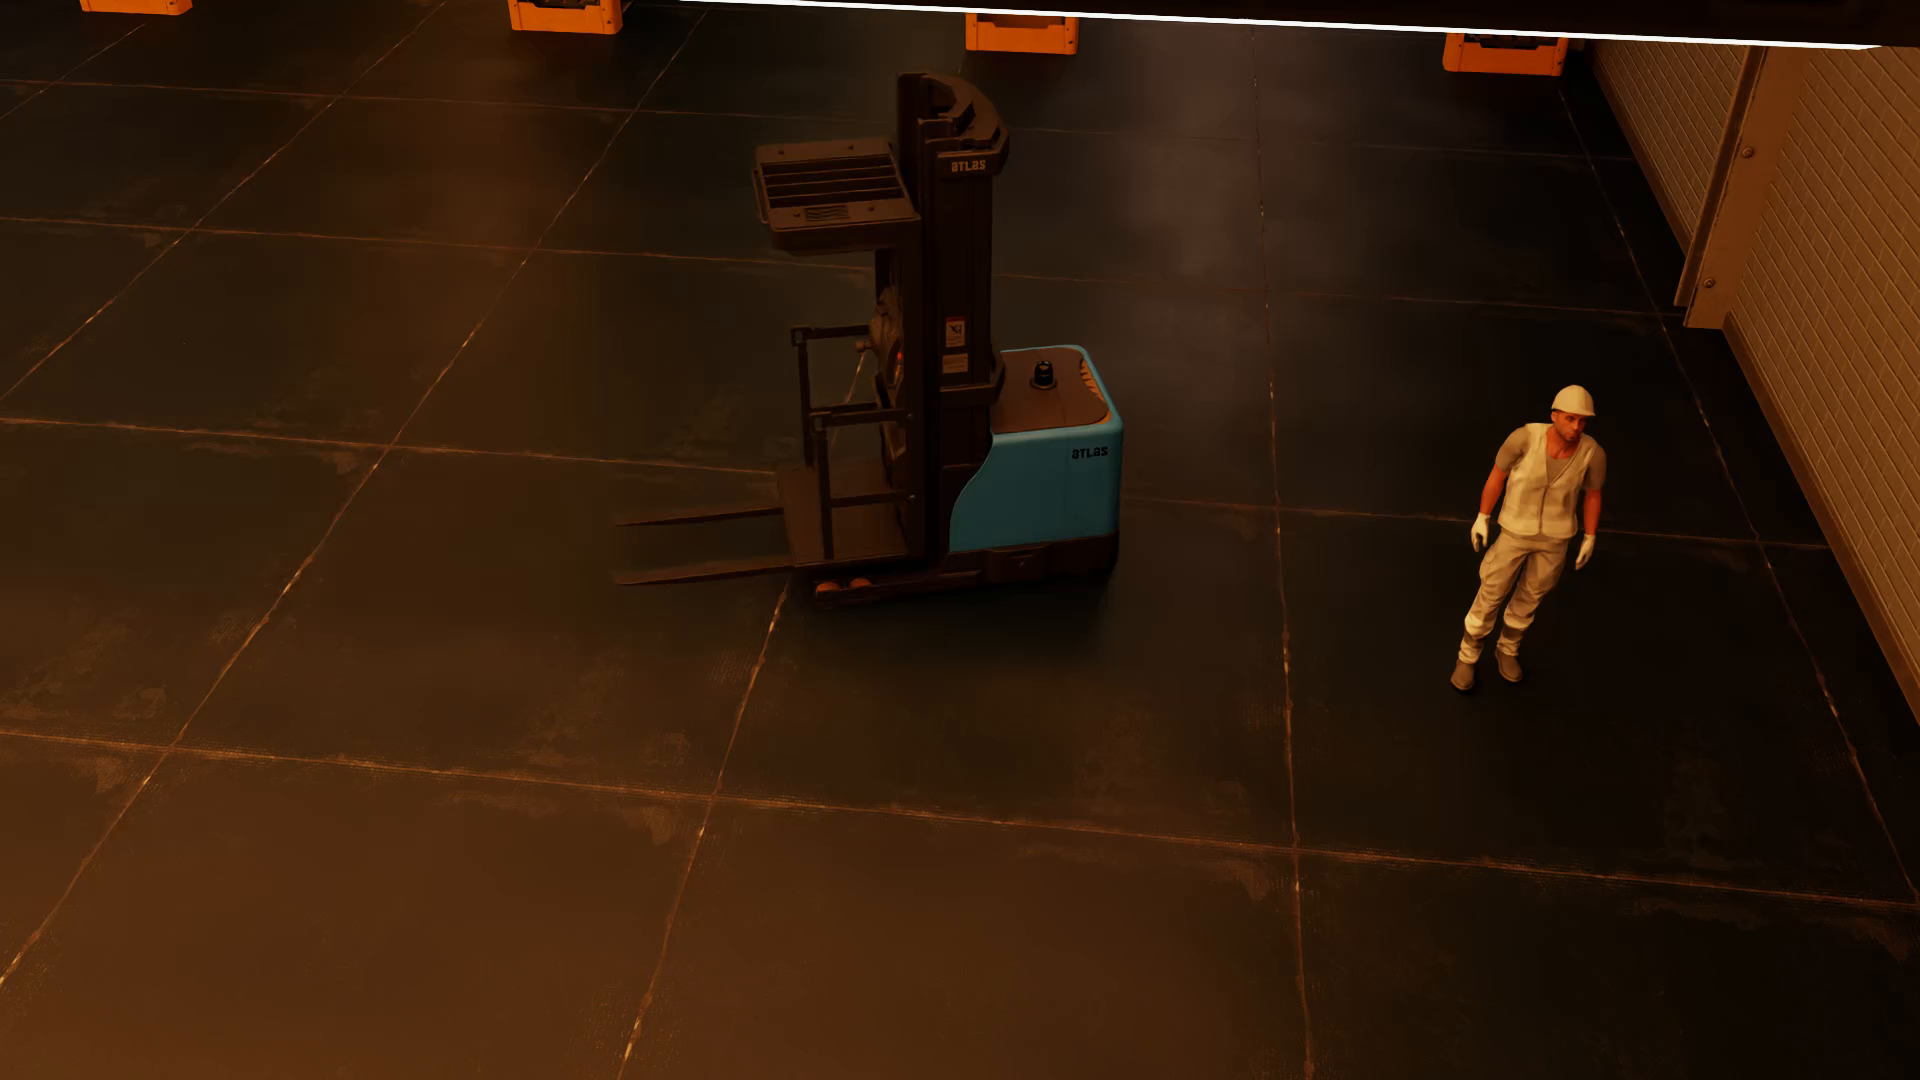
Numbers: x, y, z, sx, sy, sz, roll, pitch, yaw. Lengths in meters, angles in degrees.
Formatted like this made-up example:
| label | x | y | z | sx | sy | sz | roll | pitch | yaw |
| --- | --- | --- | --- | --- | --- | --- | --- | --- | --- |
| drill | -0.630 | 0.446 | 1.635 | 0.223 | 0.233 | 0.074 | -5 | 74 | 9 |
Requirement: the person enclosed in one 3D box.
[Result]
| label | x | y | z | sx | sy | sz | roll | pitch | yaw |
| --- | --- | --- | --- | --- | --- | --- | --- | --- | --- |
| person | 3.098 | 0.009 | 8.970 | 0.647 | 1.790 | 0.564 | 6 | 37 | 9 |

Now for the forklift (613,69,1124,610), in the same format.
| label | x | y | z | sx | sy | sz | roll | pitch | yaw |
| --- | --- | --- | --- | --- | --- | --- | --- | --- | --- |
| forklift | -0.602 | -1.105 | 9.528 | 3.031 | 2.935 | 1.130 | -6 | 37 | -9 |
